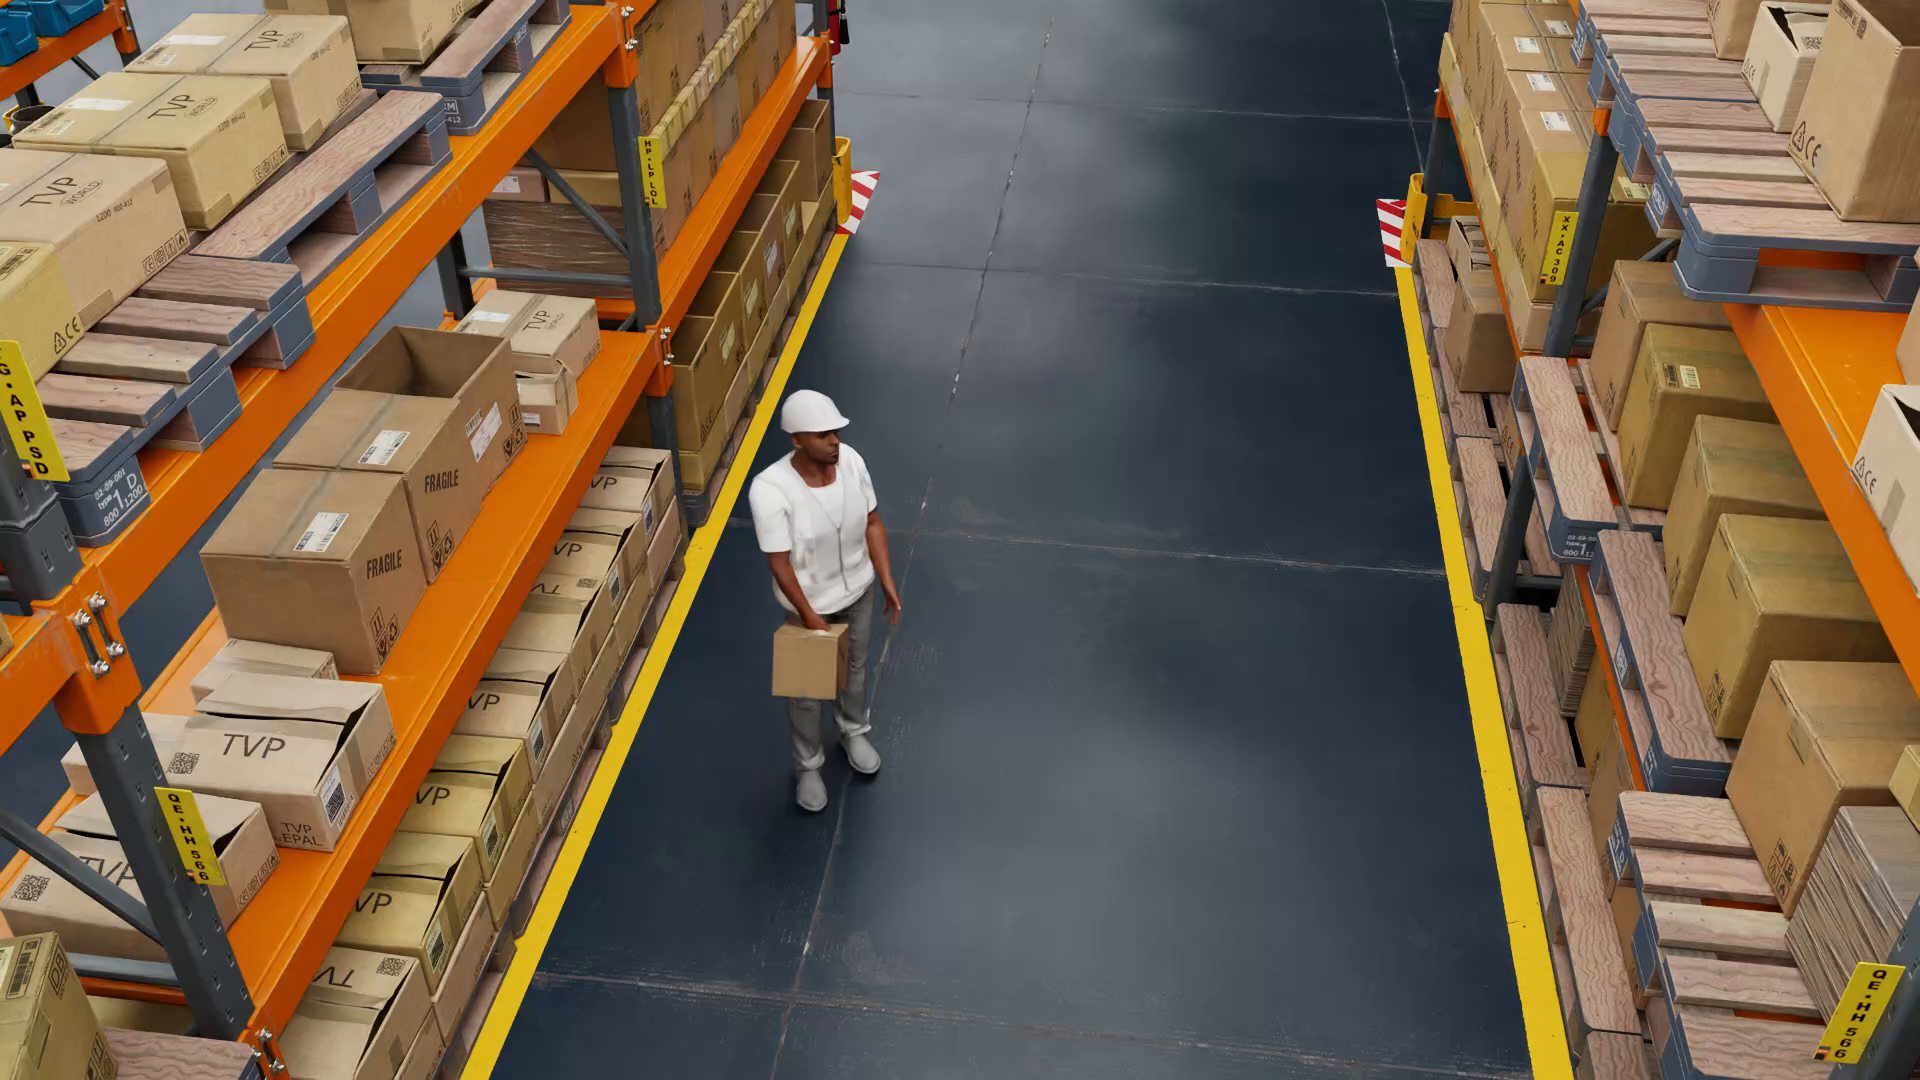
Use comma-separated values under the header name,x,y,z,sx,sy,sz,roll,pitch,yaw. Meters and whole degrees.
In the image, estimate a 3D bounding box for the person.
name,x,y,z,sx,sy,sz,roll,pitch,yaw
person,-0.475,0.215,6.678,0.467,1.771,0.586,-1,36,-1
